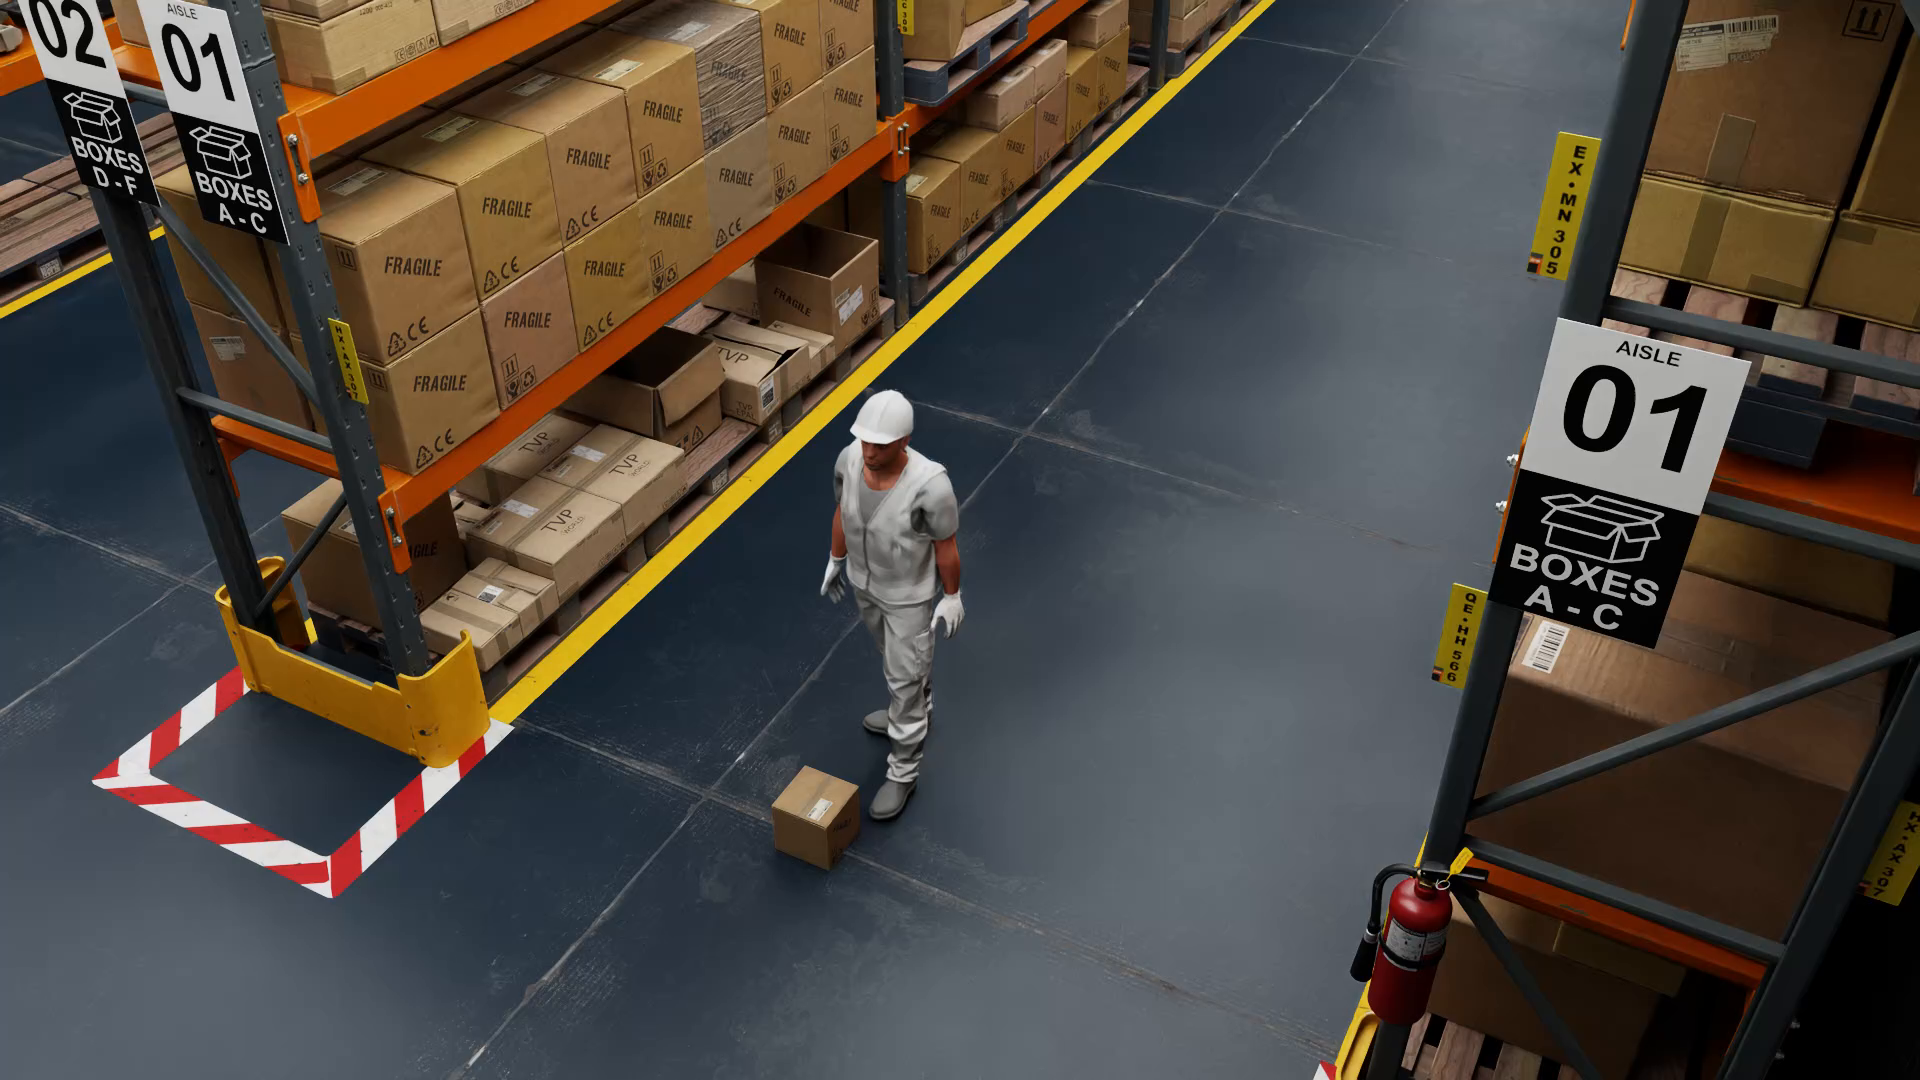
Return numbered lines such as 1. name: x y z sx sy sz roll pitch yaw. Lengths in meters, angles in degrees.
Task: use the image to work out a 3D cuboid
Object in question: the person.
1. person: -0.317 0.206 6.449 0.579 1.782 0.624 28 46 31
